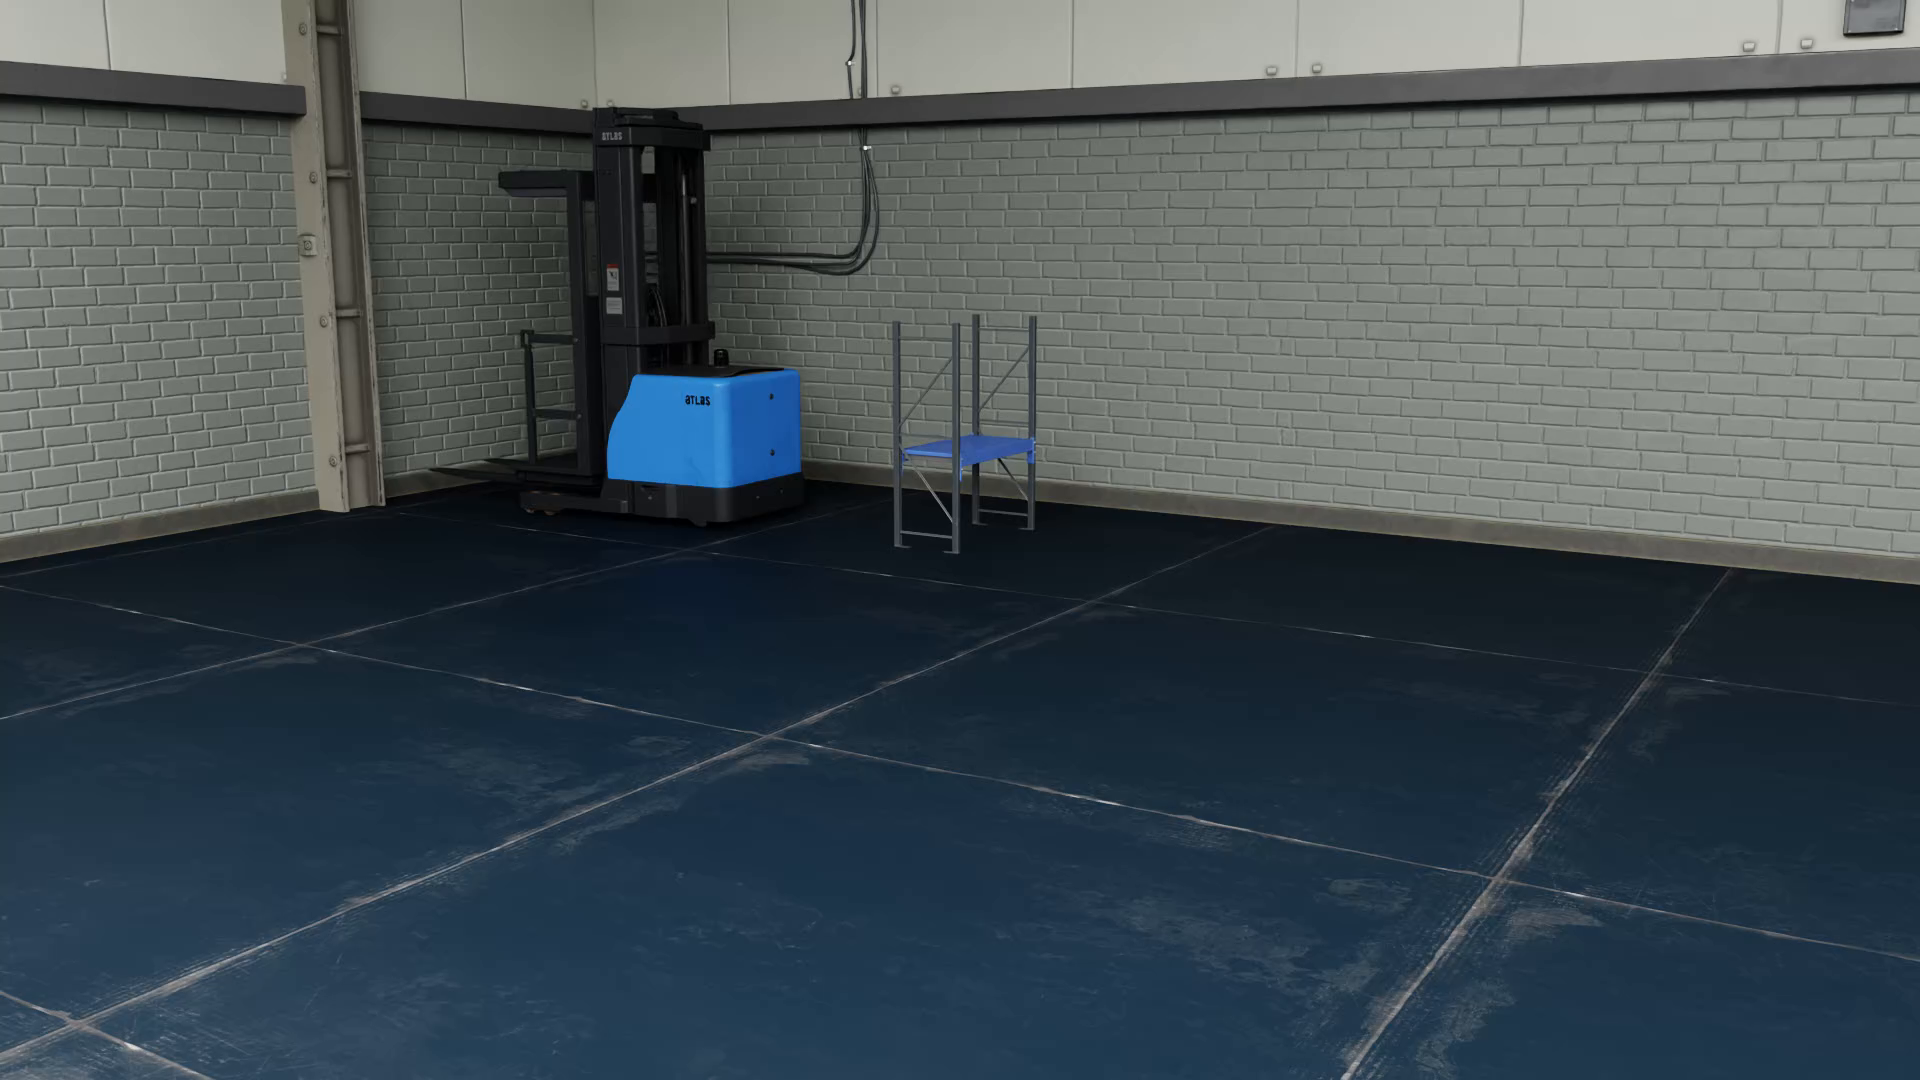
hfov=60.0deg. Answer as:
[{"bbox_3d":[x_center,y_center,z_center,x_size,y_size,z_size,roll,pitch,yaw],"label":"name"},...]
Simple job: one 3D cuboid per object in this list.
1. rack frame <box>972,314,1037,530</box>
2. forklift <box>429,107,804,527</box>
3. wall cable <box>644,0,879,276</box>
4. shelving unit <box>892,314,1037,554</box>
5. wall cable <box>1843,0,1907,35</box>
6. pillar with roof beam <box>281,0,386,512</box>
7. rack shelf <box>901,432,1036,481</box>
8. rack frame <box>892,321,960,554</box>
[{"bbox_3d":[0.308,-0.831,11.729,0.500,1.500,0.032,6,12,31],"label":"rack frame"},{"bbox_3d":[-2.712,-1.703,12.499,3.031,2.935,1.130,6,12,28],"label":"forklift"},{"bbox_3d":[-1.991,-3.486,13.974,3.097,2.526,0.112,6,12,31],"label":"wall cable"},{"bbox_3d":[0.044,-0.751,11.302,0.538,1.500,1.048,6,12,31],"label":"shelving unit"},{"bbox_3d":[6.115,-5.775,8.518,2.305,6.003,0.169,6,12,31],"label":"wall cable"},{"bbox_3d":[-0.971,-4.264,9.692,9.100,9.000,0.400,6,12,31],"label":"pillar with roof beam"},{"bbox_3d":[0.044,-0.574,11.335,0.538,0.185,1.000,6,12,31],"label":"rack shelf"},{"bbox_3d":[-0.220,-0.671,10.875,0.500,1.500,0.032,6,12,31],"label":"rack frame"}]
